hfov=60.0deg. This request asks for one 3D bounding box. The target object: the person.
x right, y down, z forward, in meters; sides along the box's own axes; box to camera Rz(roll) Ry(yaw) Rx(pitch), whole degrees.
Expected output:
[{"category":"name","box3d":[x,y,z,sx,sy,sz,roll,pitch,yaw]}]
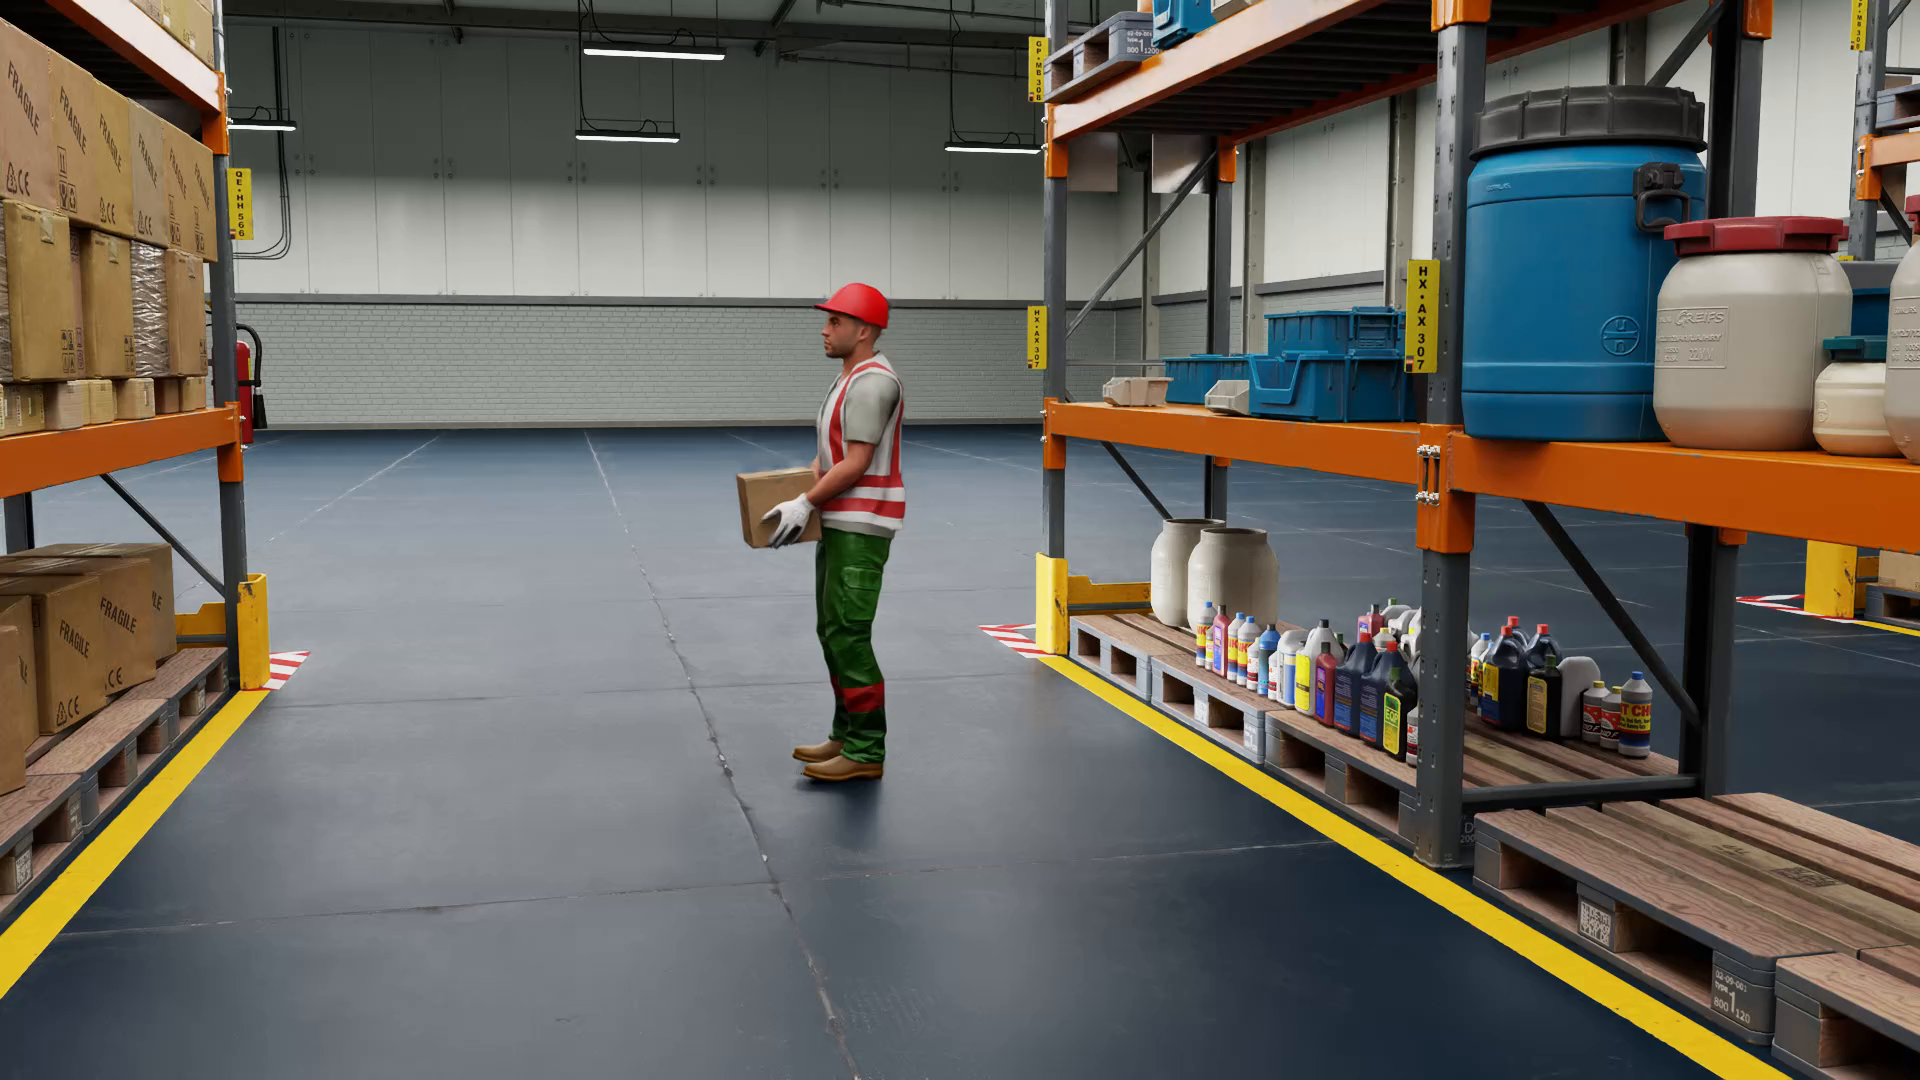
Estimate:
[{"category":"person","box3d":[-0.473,-0.031,6.046,0.529,1.794,0.524,-2,6,-14]}]
